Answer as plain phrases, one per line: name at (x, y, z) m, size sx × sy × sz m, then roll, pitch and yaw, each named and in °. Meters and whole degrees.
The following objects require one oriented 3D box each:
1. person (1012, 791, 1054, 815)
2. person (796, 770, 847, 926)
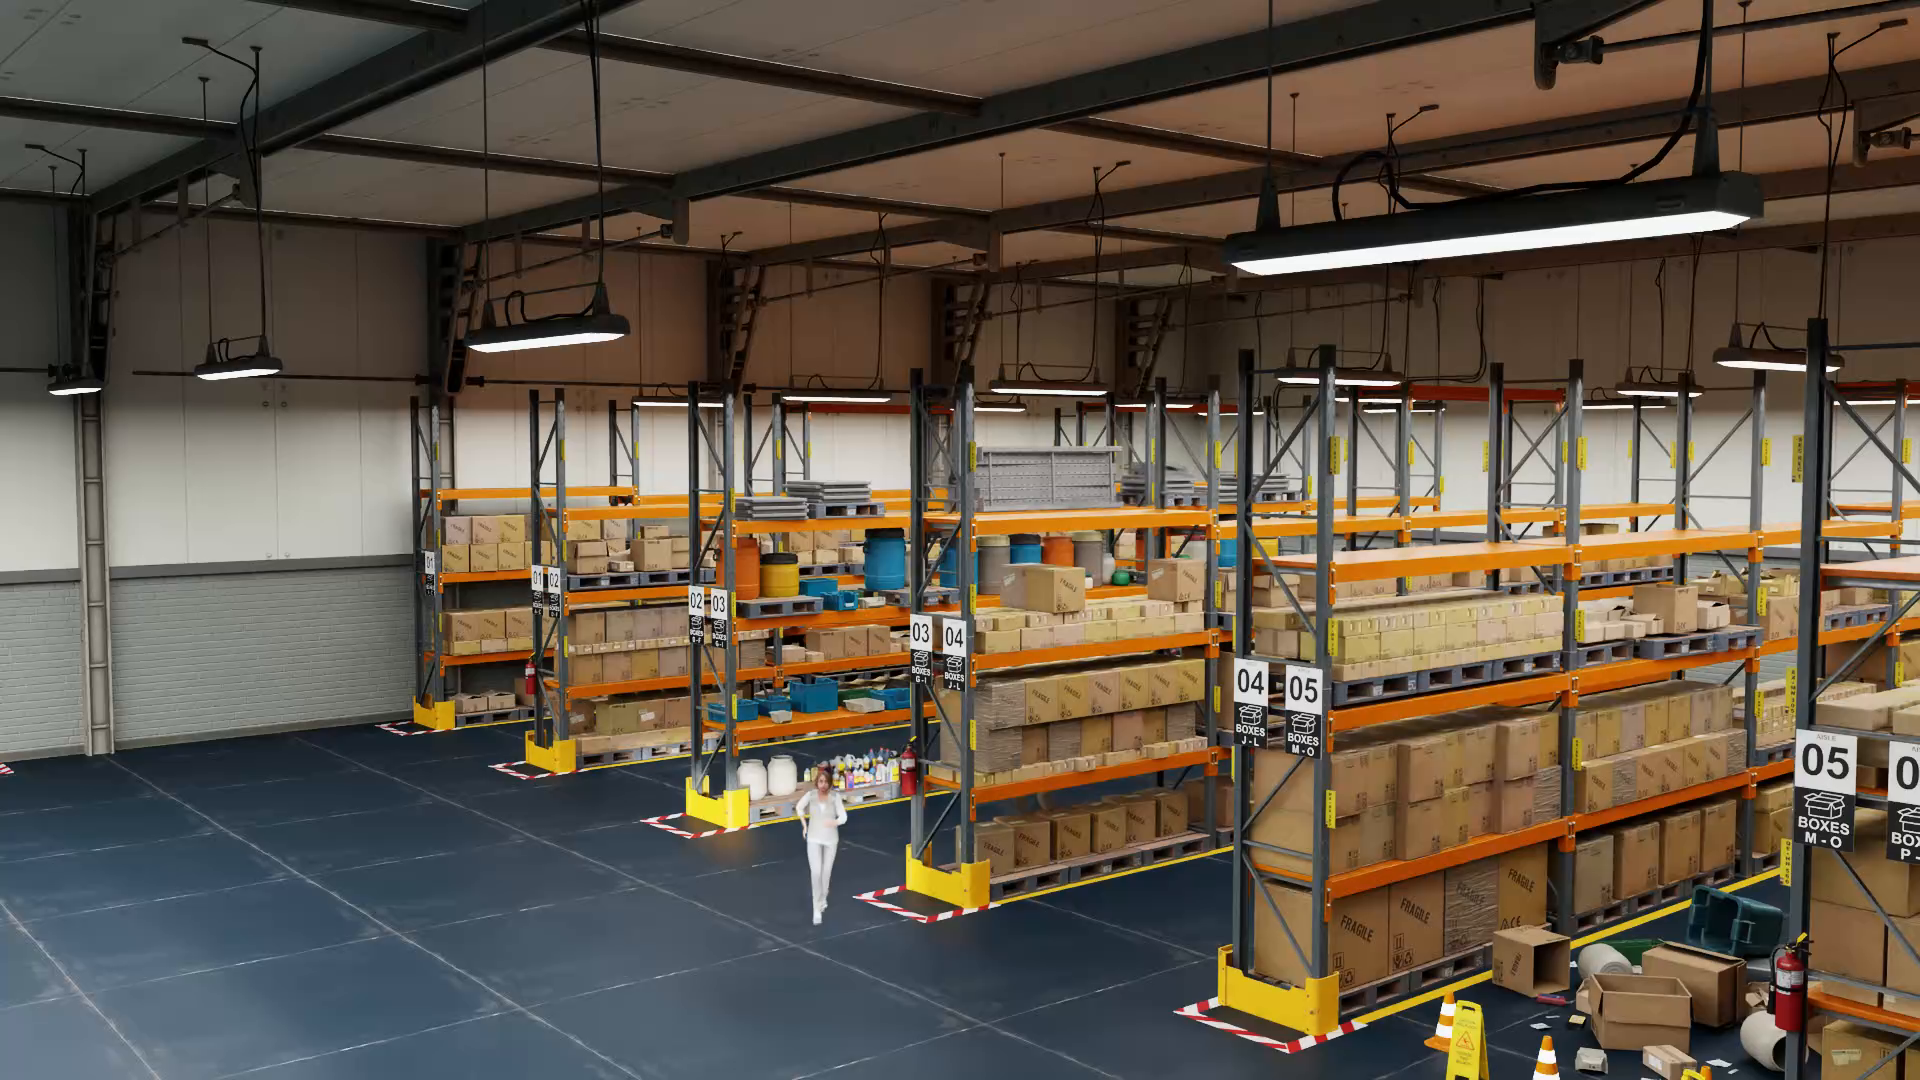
person at (0.977, 3.035, 21.682) m, size 0.645 × 1.780 × 0.707 m, roll 3°, pitch 4°, yaw 39°
person at (-1.497, 3.300, 18.039) m, size 0.530 × 1.645 × 0.677 m, roll -1°, pitch 3°, yaw -11°
